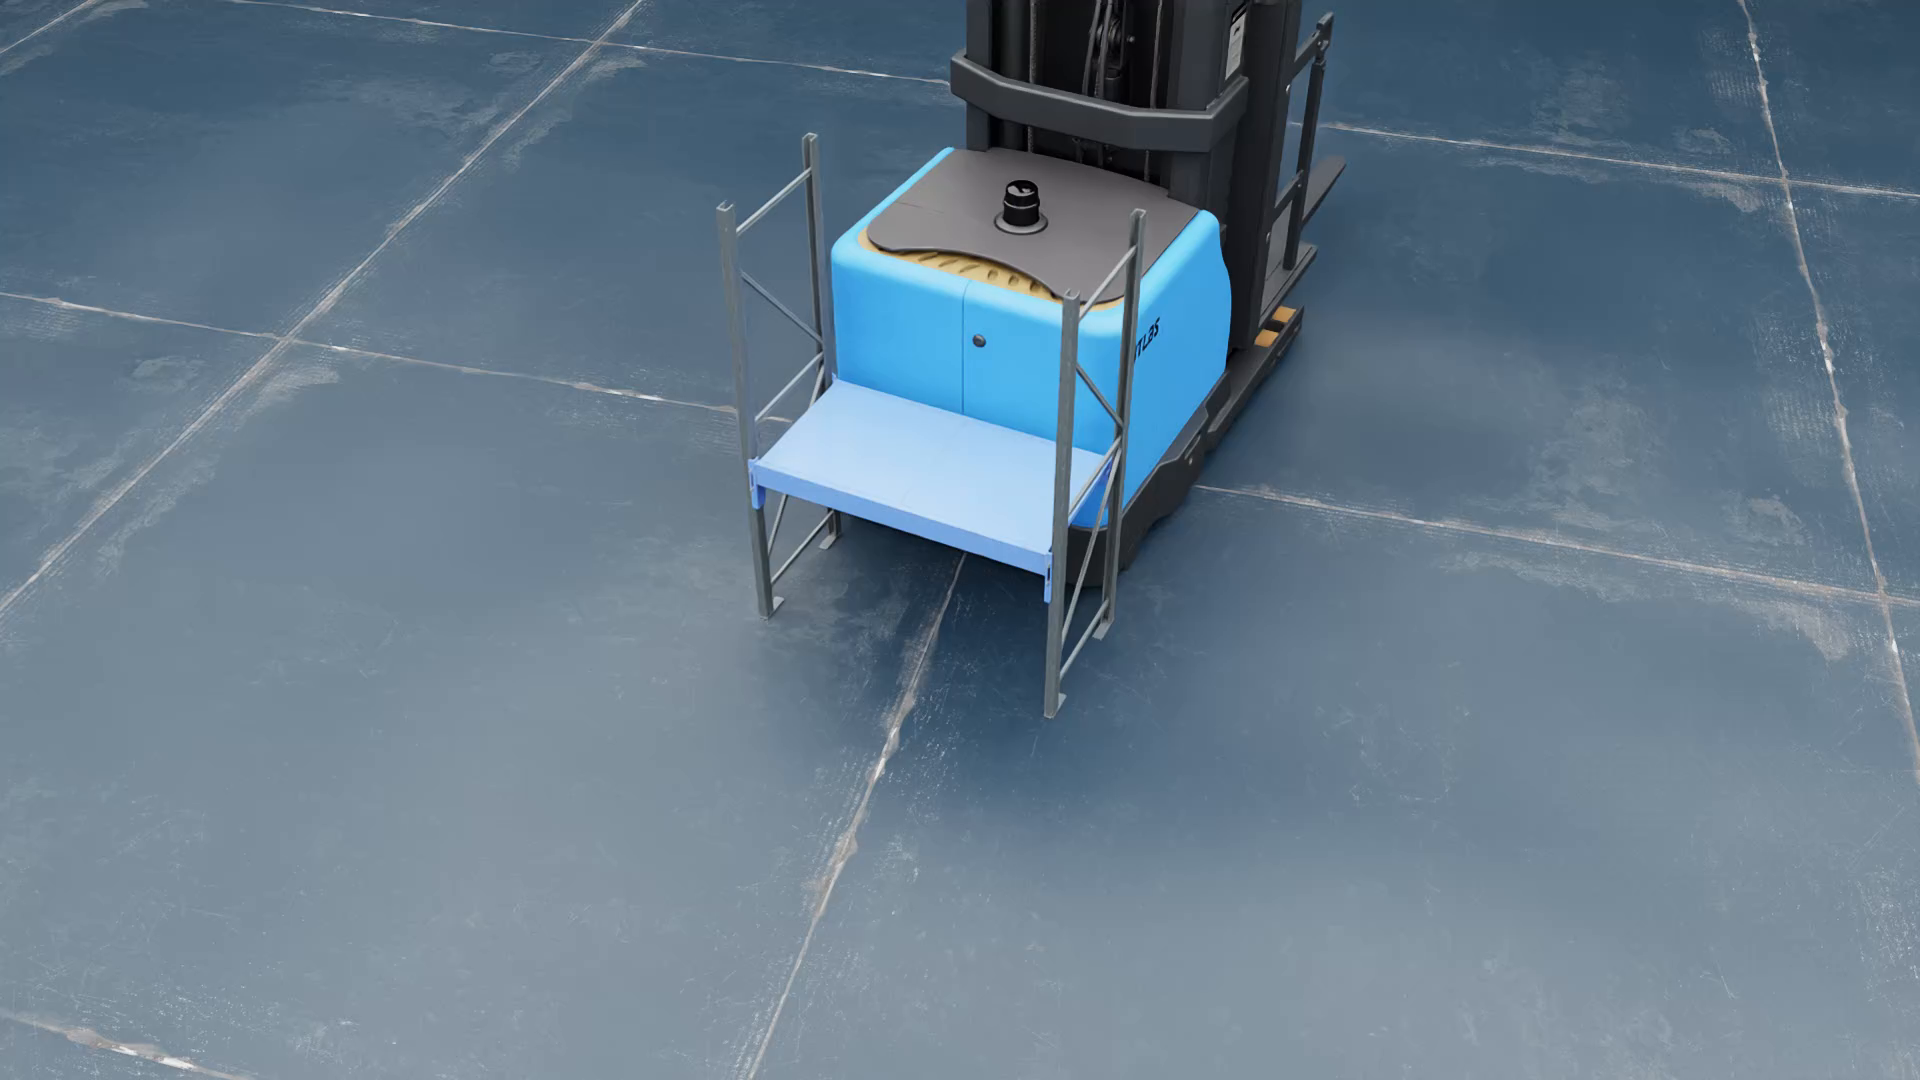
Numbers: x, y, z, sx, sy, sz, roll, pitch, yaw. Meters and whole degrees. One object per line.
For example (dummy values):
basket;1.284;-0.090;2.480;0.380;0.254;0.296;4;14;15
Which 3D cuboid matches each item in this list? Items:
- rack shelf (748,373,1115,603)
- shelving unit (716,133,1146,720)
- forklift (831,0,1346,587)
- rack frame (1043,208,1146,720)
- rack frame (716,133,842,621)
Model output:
rack shelf;-0.078;-0.177;5.075;1.000;0.185;0.538;17;43;20
shelving unit;-0.078;-0.315;4.959;1.048;1.500;0.538;17;43;20
forklift;0.718;-1.906;5.741;1.130;2.935;3.031;19;44;21
rack frame;0.379;-0.171;4.788;0.032;1.500;0.500;17;43;20
rack frame;-0.534;-0.459;5.130;0.032;1.500;0.500;17;43;20
